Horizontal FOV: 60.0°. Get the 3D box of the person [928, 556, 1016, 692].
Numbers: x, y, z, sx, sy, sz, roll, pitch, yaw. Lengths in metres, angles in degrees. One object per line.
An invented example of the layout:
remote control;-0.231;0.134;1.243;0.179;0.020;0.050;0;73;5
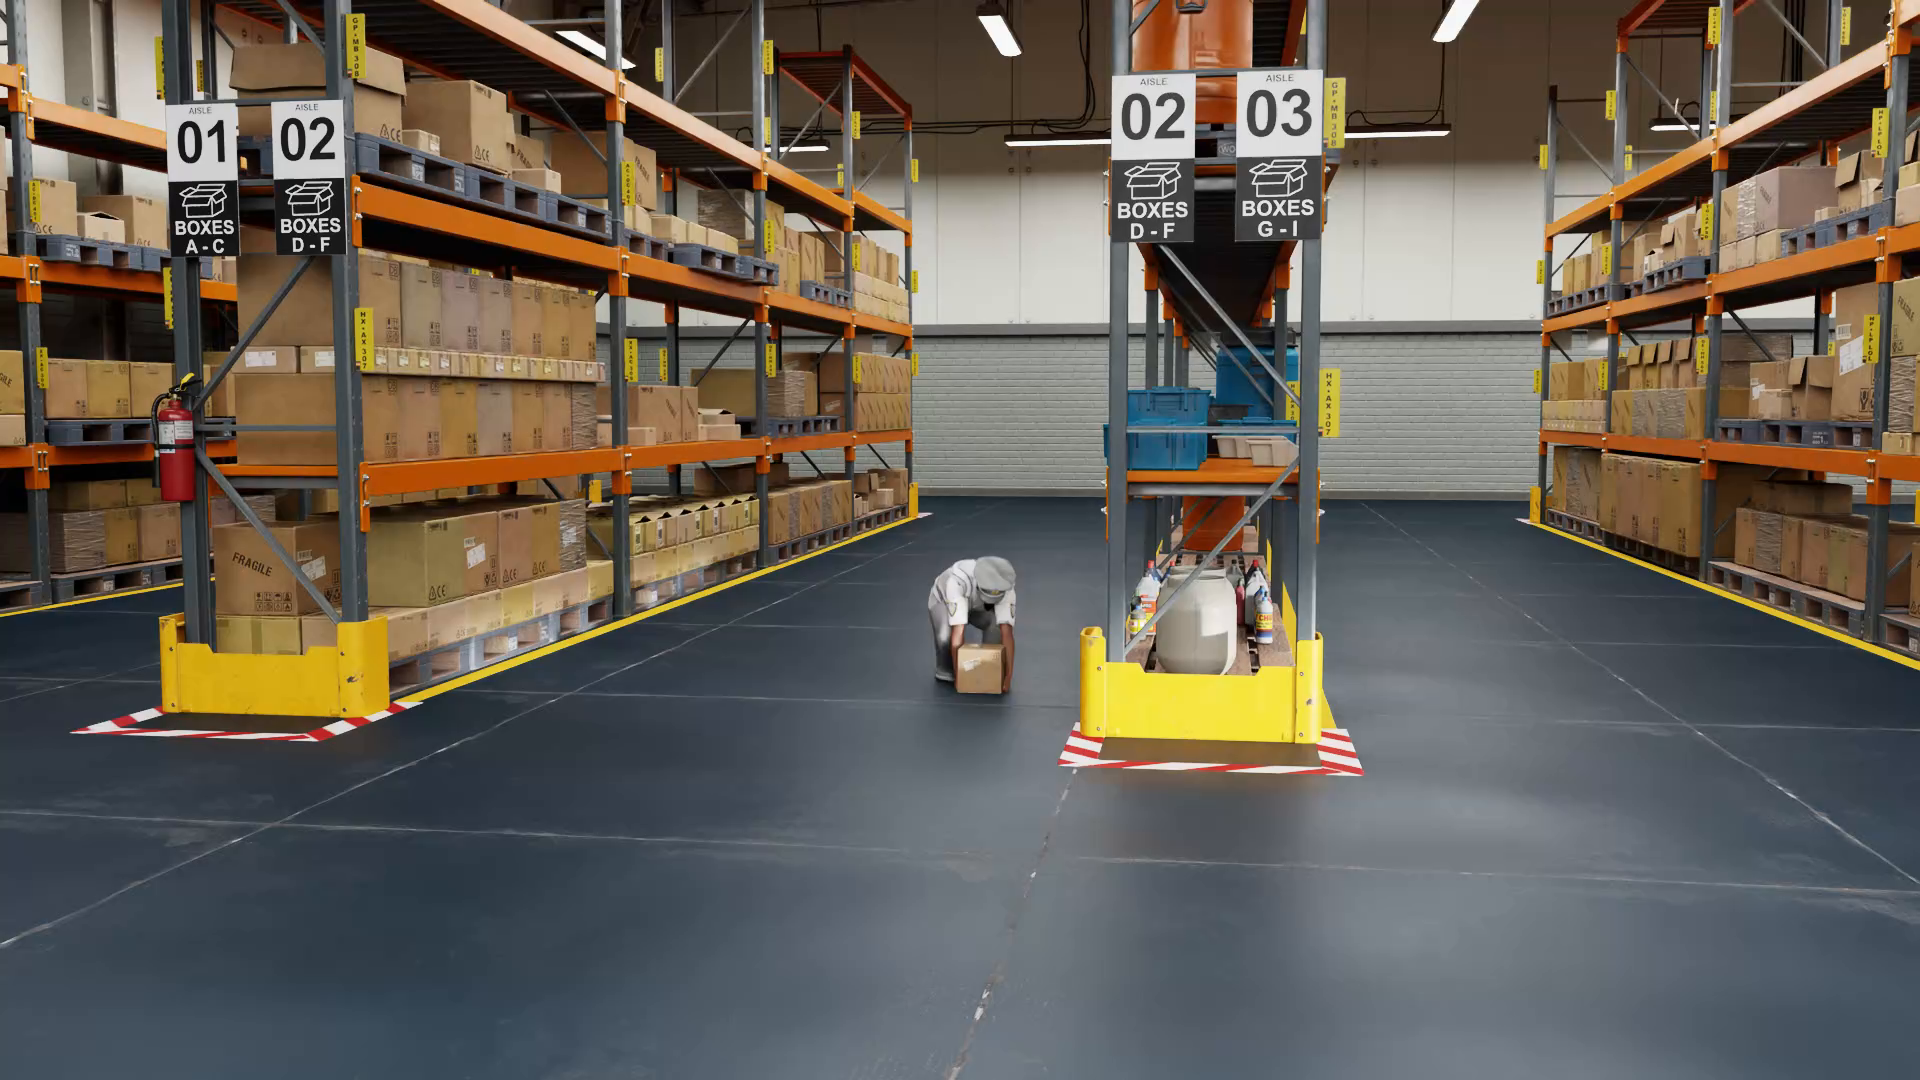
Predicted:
person;0.076;0.476;9.793;0.461;0.812;0.908;-1;5;-11
